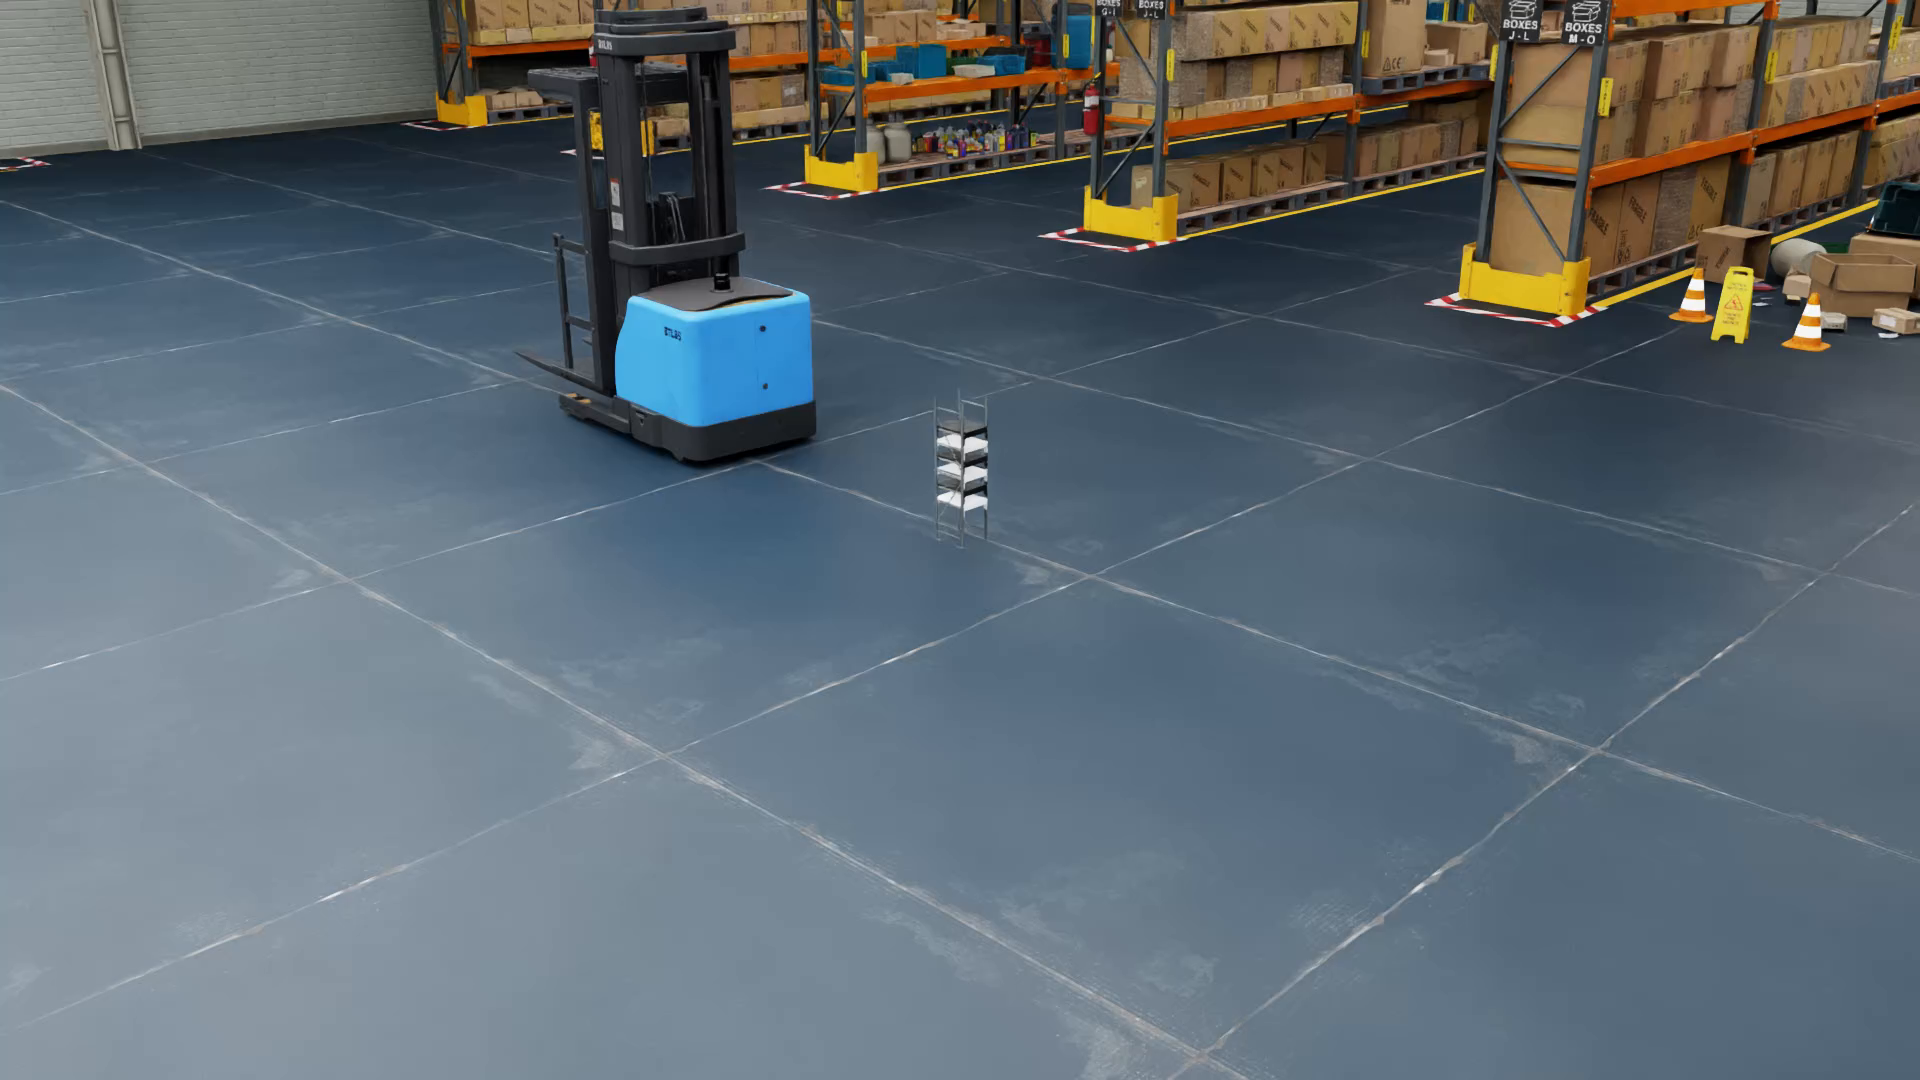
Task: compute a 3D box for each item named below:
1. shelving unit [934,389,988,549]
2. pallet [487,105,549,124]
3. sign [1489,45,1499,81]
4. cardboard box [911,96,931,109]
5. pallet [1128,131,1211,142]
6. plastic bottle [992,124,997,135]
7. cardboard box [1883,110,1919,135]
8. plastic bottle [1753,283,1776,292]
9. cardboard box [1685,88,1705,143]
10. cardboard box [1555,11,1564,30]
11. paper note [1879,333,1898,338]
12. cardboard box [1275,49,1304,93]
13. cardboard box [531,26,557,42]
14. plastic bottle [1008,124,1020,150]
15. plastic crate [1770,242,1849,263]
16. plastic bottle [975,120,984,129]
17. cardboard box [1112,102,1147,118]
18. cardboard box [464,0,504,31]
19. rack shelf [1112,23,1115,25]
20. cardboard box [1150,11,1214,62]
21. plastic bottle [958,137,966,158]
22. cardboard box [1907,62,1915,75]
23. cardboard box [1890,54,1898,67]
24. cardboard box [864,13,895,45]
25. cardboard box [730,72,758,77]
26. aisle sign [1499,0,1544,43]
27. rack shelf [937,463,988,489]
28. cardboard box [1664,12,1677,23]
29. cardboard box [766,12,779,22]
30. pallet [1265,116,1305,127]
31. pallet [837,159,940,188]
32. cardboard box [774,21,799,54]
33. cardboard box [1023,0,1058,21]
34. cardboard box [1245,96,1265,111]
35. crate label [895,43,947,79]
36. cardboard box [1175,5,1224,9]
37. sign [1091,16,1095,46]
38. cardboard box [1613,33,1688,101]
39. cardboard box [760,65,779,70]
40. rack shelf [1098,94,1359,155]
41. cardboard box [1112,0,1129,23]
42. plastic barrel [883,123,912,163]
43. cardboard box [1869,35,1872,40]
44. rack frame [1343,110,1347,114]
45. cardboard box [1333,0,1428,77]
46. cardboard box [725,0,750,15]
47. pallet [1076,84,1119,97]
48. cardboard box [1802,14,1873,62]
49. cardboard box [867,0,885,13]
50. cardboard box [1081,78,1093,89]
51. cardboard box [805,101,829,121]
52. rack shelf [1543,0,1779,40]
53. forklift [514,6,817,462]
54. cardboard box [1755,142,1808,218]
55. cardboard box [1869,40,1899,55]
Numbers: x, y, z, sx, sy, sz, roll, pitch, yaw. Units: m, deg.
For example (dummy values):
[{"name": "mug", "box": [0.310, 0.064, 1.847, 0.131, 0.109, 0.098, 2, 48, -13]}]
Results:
[{"name": "shelving unit", "box": [0.006, -0.422, 9.919, 0.258, 0.900, 0.210, 19, 28, 41]}, {"name": "pallet", "box": [-8.085, -7.583, 29.508, 1.003, 0.211, 1.213, 19, 28, 41]}, {"name": "sign", "box": [5.021, -4.469, 15.575, 0.100, 0.325, 0.005, 19, 28, 41]}, {"name": "cardboard box", "box": [-0.856, -7.804, 29.444, 0.500, 0.250, 0.500, -20, 28, -41]}, {"name": "pallet", "box": [3.381, -6.751, 27.343, 1.003, 0.211, 1.213, 19, 28, 41]}, {"name": "plastic bottle", "box": [0.493, -6.062, 24.838, 0.061, 0.283, 0.133, 19, 28, 41]}, {"name": "cardboard box", "box": [12.706, -5.619, 22.367, 0.500, 0.250, 0.500, 18, 27, 38]}, {"name": "plastic bottle", "box": [7.954, -2.516, 16.535, 0.283, 0.061, 0.133, 9, 23, 23]}, {"name": "cardboard box", "box": [7.113, -4.422, 17.190, 0.875, 0.550, 0.550, 19, 28, 41]}, {"name": "cardboard box", "box": [8.939, -8.042, 25.278, 0.637, 0.503, 0.797, -19, 28, -40]}, {"name": "paper note", "box": [8.251, -1.821, 14.768, 0.148, 0.019, 0.142, 9, 23, 23]}, {"name": "cardboard box", "box": [3.699, -5.786, 20.392, 0.875, 0.500, 0.500, 19, 28, 41]}, {"name": "cardboard box", "box": [-7.450, -8.916, 29.273, 0.500, 0.250, 0.500, 19, 28, 40]}, {"name": "plastic bottle", "box": [0.782, -5.895, 24.310, 0.144, 0.351, 0.185, 18, 27, 38]}, {"name": "plastic crate", "box": [9.008, -3.048, 17.663, 0.662, 0.188, 0.450, -6, 12, -15]}, {"name": "plastic bottle", "box": [0.298, -6.079, 24.787, 0.185, 0.351, 0.144, -19, 28, -41]}, {"name": "cardboard box", "box": [1.968, -4.953, 19.131, 0.380, 0.149, 0.250, 19, 28, 41]}, {"name": "cardboard box", "box": [-8.181, -9.002, 28.449, 0.500, 0.500, 0.500, 19, 28, 41]}, {"name": "rack shelf", "box": [4.589, -10.689, 34.706, 1.077, 0.370, 4.000, 19, 28, 41]}, {"name": "cardboard box", "box": [2.496, -5.671, 18.700, 0.500, 0.500, 0.500, 19, 28, 41]}, {"name": "plastic bottle", "box": [0.027, -5.564, 23.543, 0.133, 0.283, 0.061, -20, 28, -41]}, {"name": "cardboard box", "box": [12.184, -6.155, 21.672, 0.250, 0.149, 0.380, -19, 28, -40]}, {"name": "cardboard box", "box": [11.650, -6.096, 21.105, 0.250, 0.149, 0.380, -18, 28, -40]}, {"name": "cardboard box", "box": [-1.473, -8.829, 28.726, 0.500, 0.500, 0.500, -18, 27, -38]}, {"name": "cardboard box", "box": [-3.633, -7.419, 27.397, 0.500, 0.500, 0.500, 19, 28, 41]}, {"name": "aisle sign", "box": [5.136, -4.948, 15.145, 0.394, 0.787, 0.004, 19, 28, 41]}, {"name": "rack shelf", "box": [0.006, -0.391, 9.931, 0.258, 0.077, 0.200, 19, 28, 41]}, {"name": "cardboard box", "box": [11.514, -8.768, 27.454, 0.500, 0.500, 0.500, 18, 28, 39]}, {"name": "cardboard box", "box": [-3.135, -8.419, 26.754, 0.380, 0.149, 0.250, 19, 28, 40]}, {"name": "pallet", "box": [5.320, -7.465, 29.203, 1.003, 0.211, 1.213, 19, 28, 41]}, {"name": "pallet", "box": [-1.042, -5.122, 23.107, 1.003, 0.211, 1.213, 19, 28, 41]}, {"name": "cardboard box", "box": [-3.056, -8.248, 27.213, 0.700, 0.500, 0.500, 19, 28, 40]}, {"name": "cardboard box", "box": [1.536, -10.102, 31.452, 0.500, 0.500, 0.700, -14, 25, -32]}, {"name": "cardboard box", "box": [3.403, -5.203, 19.781, 0.380, 0.149, 0.250, 19, 28, 41]}, {"name": "crate label", "box": [-0.541, -6.742, 23.386, 0.502, 0.435, 0.616, 19, 28, 41]}, {"name": "cardboard box", "box": [2.819, -6.059, 19.709, 0.500, 0.500, 0.500, 19, 28, 41]}, {"name": "sign", "box": [1.533, -5.778, 18.871, 0.100, 0.325, 0.005, 19, 28, 41]}, {"name": "cardboard box", "box": [6.493, -4.612, 16.179, 0.875, 0.550, 0.550, 19, 28, 41]}, {"name": "cardboard box", "box": [-4.057, -9.458, 33.372, 0.700, 0.500, 0.500, 19, 28, 41]}, {"name": "rack shelf", "box": [3.312, -5.124, 20.227, 1.077, 0.370, 4.000, 19, 28, 41]}, {"name": "cardboard box", "box": [3.358, -10.750, 33.722, 0.500, 0.500, 0.500, -20, 28, -41]}, {"name": "plastic barrel", "box": [-0.878, -5.537, 23.182, 0.421, 0.512, 0.421, 0, 21, 0]}, {"name": "cardboard box", "box": [11.898, -6.664, 22.166, 0.250, 0.149, 0.380, -18, 28, -39]}, {"name": "rack frame", "box": [6.740, -9.270, 30.011, 1.000, 3.000, 0.127, 19, 28, 41]}, {"name": "cardboard box", "box": [5.362, -6.619, 21.693, 1.000, 1.000, 1.000, 19, 28, 41]}, {"name": "cardboard box", "box": [-3.743, -8.604, 26.330, 0.700, 0.500, 0.500, 19, 28, 41]}, {"name": "pallet", "box": [2.653, -8.990, 33.171, 1.003, 0.211, 1.213, 19, 28, 41]}, {"name": "cardboard box", "box": [10.661, -6.135, 20.322, 0.700, 0.500, 0.500, 19, 28, 40]}, {"name": "cardboard box", "box": [-1.908, -11.236, 34.546, 0.500, 0.500, 0.500, 19, 28, 40]}, {"name": "cardboard box", "box": [2.353, -9.097, 32.432, 0.500, 0.500, 0.500, 20, 29, 41]}, {"name": "cardboard box", "box": [-2.554, -7.193, 27.854, 0.500, 0.250, 0.500, 19, 28, 41]}, {"name": "rack shelf", "box": [6.796, -5.257, 16.392, 1.077, 0.370, 4.000, 19, 28, 41]}, {"name": "forklift", "box": [-2.364, -2.357, 12.121, 1.130, 2.935, 3.031, -17, 27, -37]}, {"name": "cardboard box", "box": [9.235, -4.281, 19.583, 1.050, 0.750, 0.750, 19, 28, 41]}, {"name": "cardboard box", "box": [11.628, -6.231, 21.041, 0.380, 0.149, 0.250, 18, 28, 39]}]
